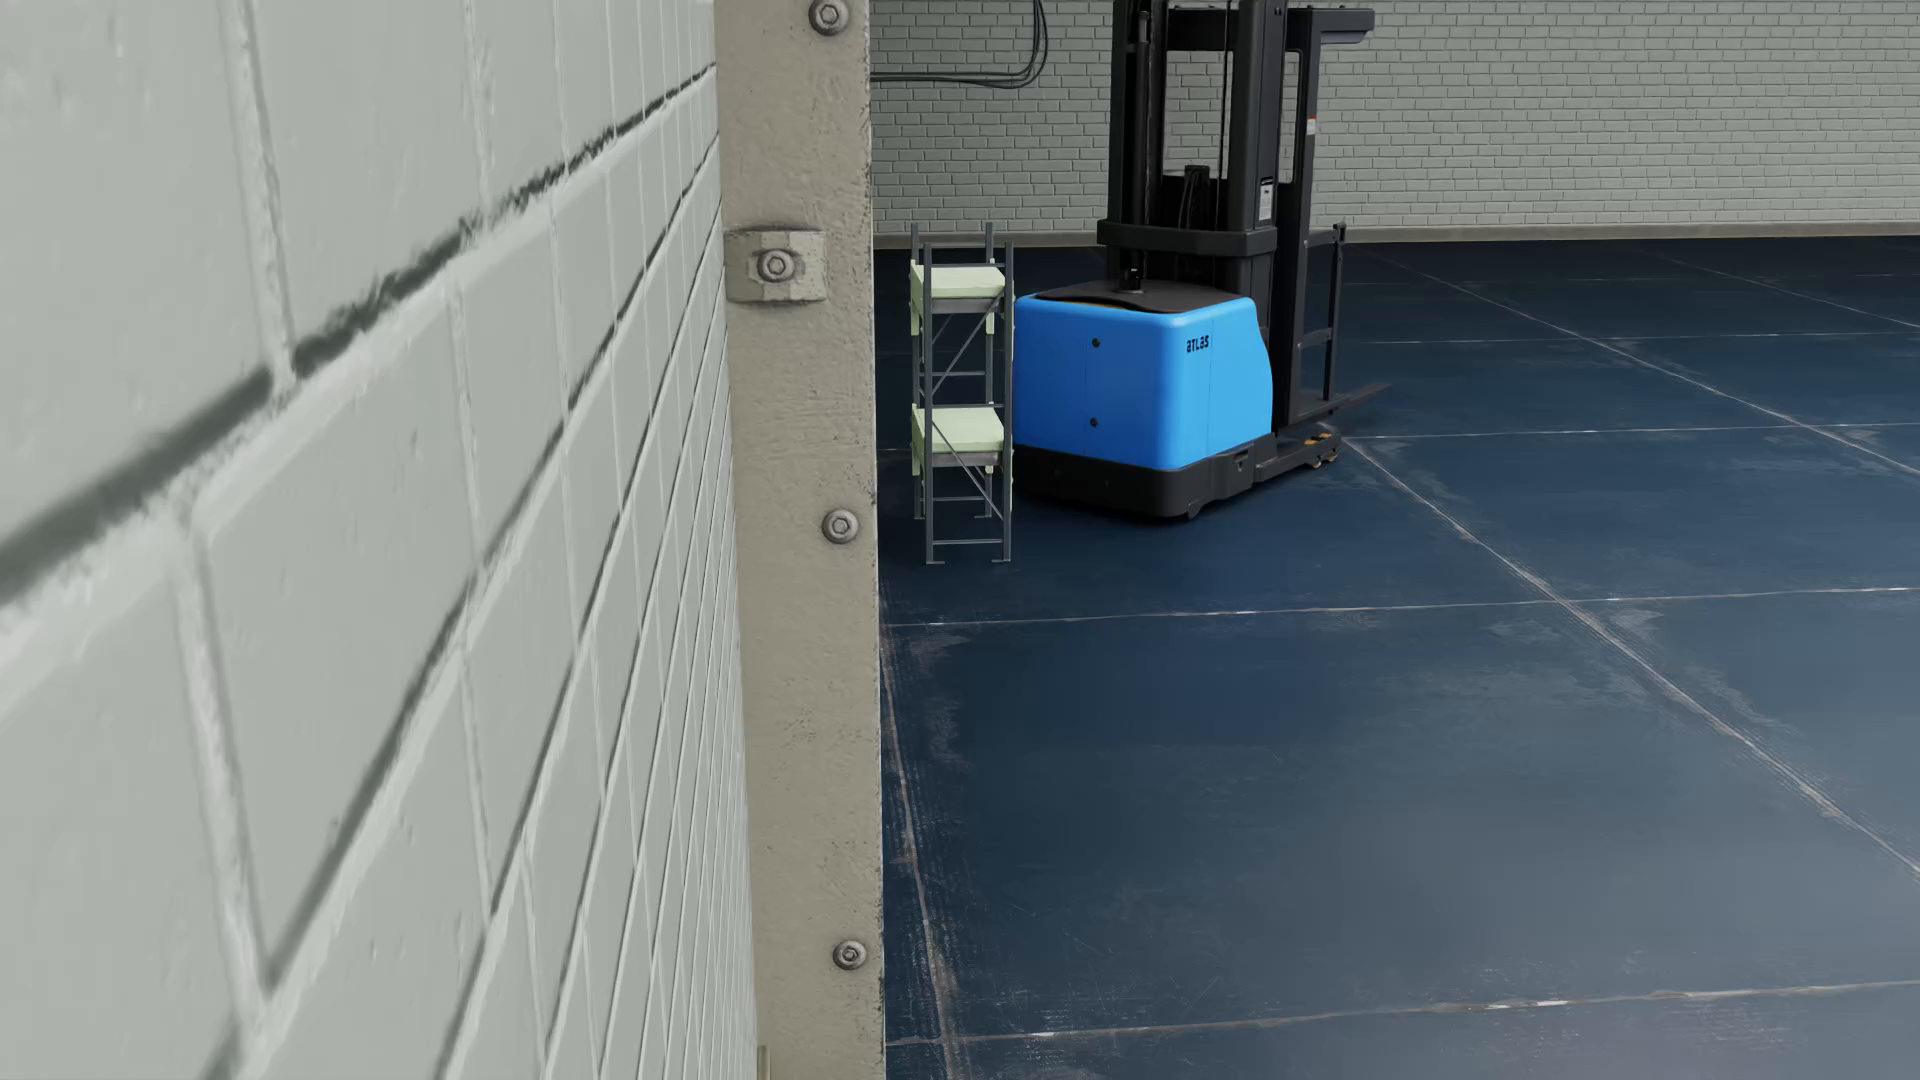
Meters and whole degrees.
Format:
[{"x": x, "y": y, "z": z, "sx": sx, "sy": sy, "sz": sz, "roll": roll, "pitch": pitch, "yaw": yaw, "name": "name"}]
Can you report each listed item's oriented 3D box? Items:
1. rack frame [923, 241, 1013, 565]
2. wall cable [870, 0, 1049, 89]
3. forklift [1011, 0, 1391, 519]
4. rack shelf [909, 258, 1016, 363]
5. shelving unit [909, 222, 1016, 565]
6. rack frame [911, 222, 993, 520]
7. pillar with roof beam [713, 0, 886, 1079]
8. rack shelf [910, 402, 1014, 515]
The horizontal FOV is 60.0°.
[{"x": 0.037, "y": -0.609, "z": 7.611, "sx": 0.400, "sy": 1.500, "sz": 0.023, "roll": -2, "pitch": 18, "yaw": -6, "name": "rack frame"}, {"x": -0.577, "y": -6.040, "z": 17.575, "sx": 3.097, "sy": 2.526, "sz": 0.112, "roll": -2, "pitch": 18, "yaw": -6, "name": "wall cable"}, {"x": 1.556, "y": -1.884, "z": 9.286, "sx": 1.130, "sy": 2.935, "sz": 3.031, "roll": 13, "pitch": 22, "yaw": 36, "name": "forklift"}, {"x": -0.001, "y": -1.090, "z": 7.842, "sx": 0.431, "sy": 0.370, "sz": 0.720, "roll": -2, "pitch": 18, "yaw": -6, "name": "rack shelf"}, {"x": -0.001, "y": -0.718, "z": 7.959, "sx": 0.431, "sy": 1.500, "sz": 0.755, "roll": -2, "pitch": 18, "yaw": -6, "name": "shelving unit"}, {"x": -0.038, "y": -0.827, "z": 8.306, "sx": 0.400, "sy": 1.500, "sz": 0.023, "roll": -2, "pitch": 18, "yaw": -6, "name": "rack frame"}, {"x": 3.931, "y": -3.160, "z": 3.220, "sx": 9.100, "sy": 9.000, "sz": 0.400, "roll": -2, "pitch": 18, "yaw": -6, "name": "pillar with roof beam"}, {"x": -0.001, "y": -0.407, "z": 8.056, "sx": 0.431, "sy": 0.370, "sz": 0.720, "roll": -2, "pitch": 18, "yaw": -6, "name": "rack shelf"}]
